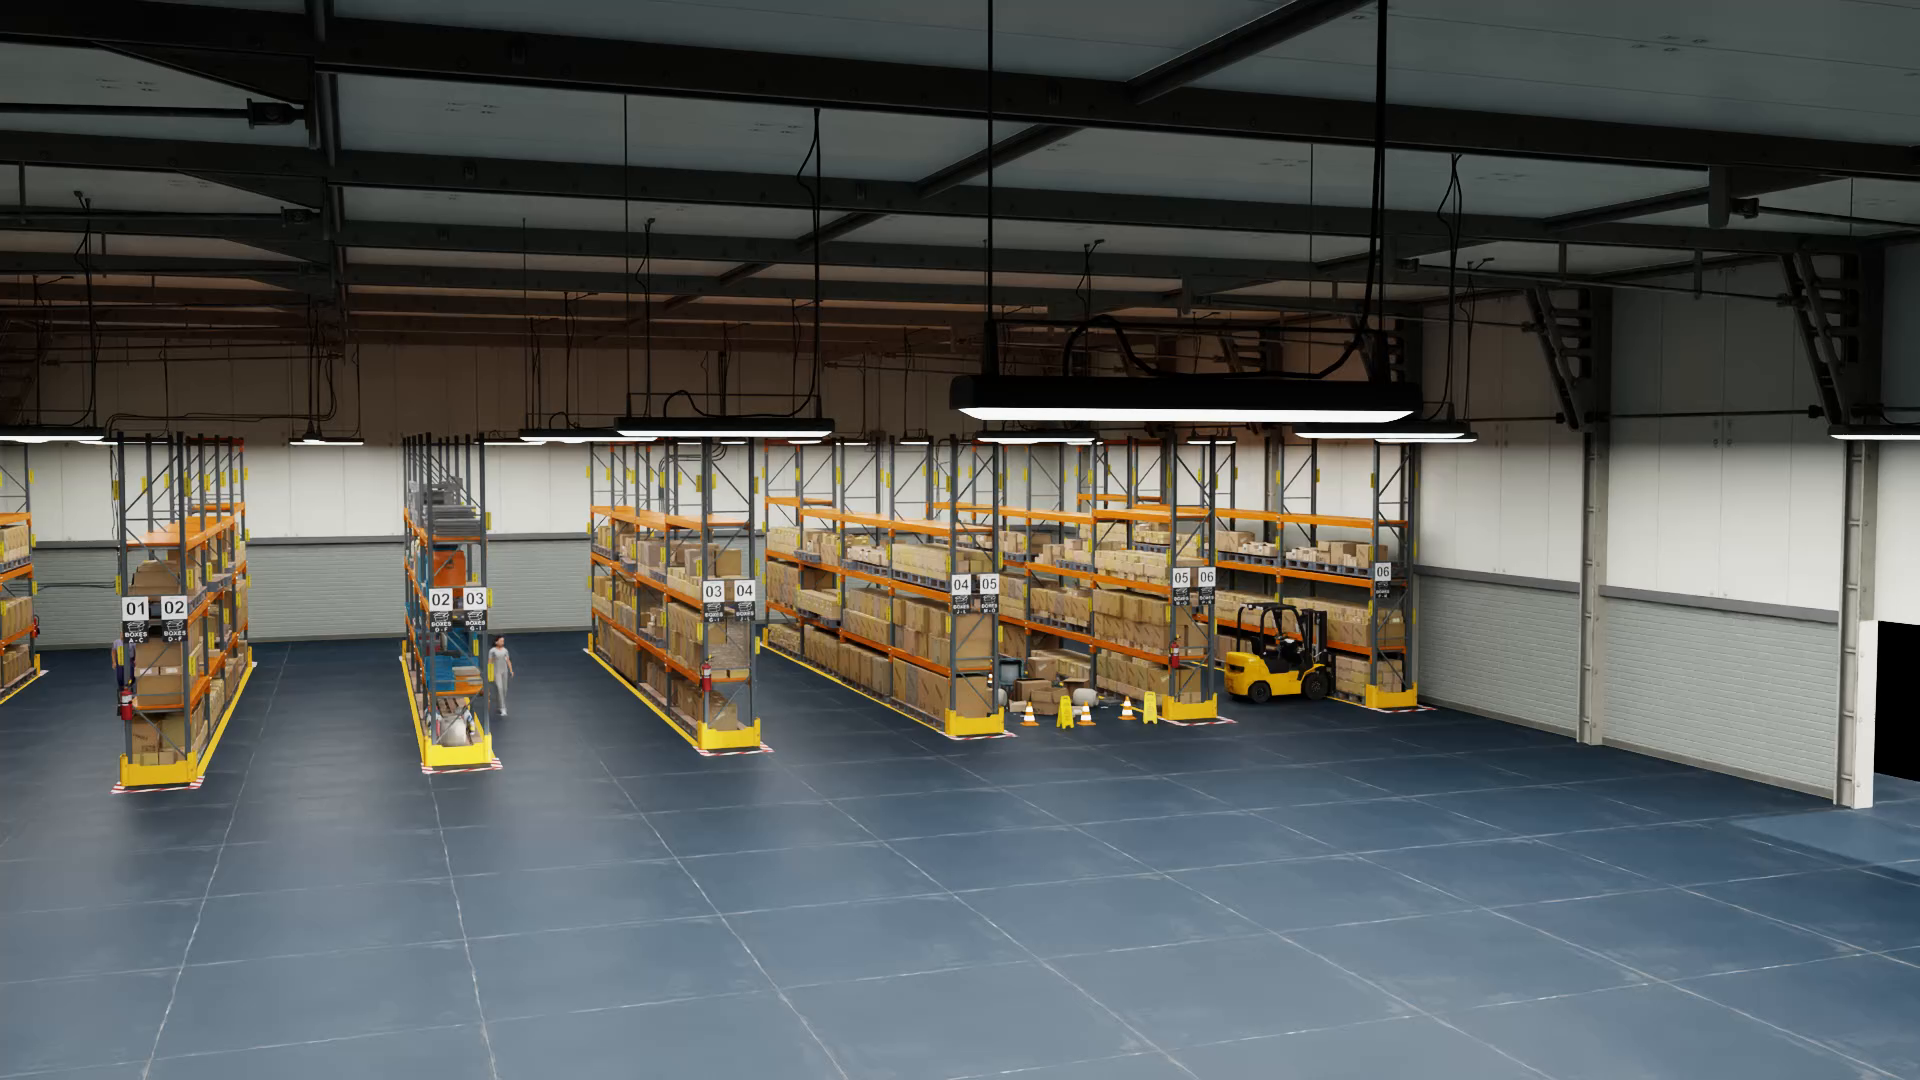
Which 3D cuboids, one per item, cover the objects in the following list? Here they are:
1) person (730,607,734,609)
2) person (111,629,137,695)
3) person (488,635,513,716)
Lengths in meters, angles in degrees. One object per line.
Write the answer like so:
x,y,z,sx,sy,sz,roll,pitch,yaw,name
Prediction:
-6.701,2.344,48.025,0.448,1.422,0.911,-1,3,-12,person
-19.110,2.772,38.087,0.571,1.552,0.478,-1,3,-21,person
-9.868,2.908,35.917,0.460,1.677,0.722,-3,4,-45,person
